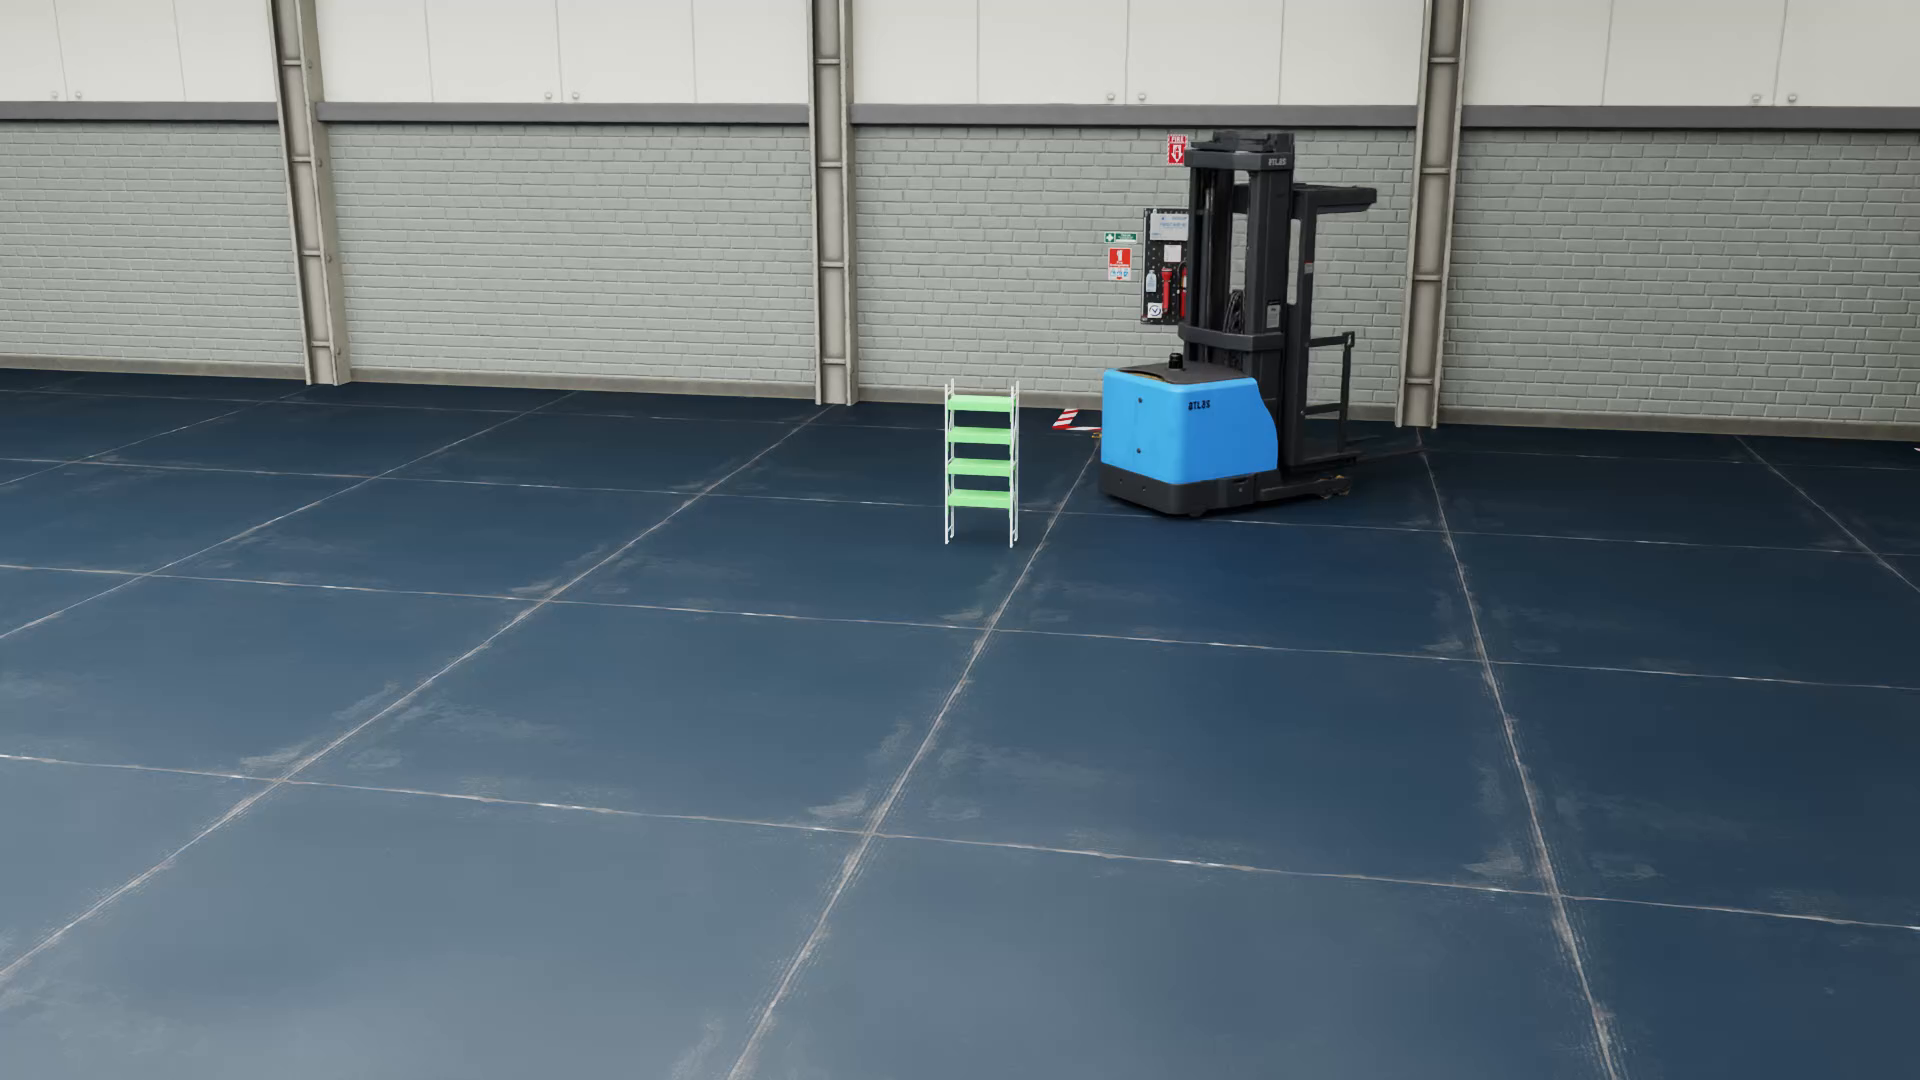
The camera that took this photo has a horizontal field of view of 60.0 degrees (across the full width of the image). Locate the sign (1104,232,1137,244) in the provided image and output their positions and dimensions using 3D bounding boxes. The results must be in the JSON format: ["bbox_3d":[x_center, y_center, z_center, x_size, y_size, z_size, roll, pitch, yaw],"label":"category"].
[{"bbox_3d":[1.633,-3.071,16.898,0.331,0.109,0.001,3,16,11],"label":"sign"}]

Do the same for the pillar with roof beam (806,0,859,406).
[{"bbox_3d":[-2.172,-4.687,12.555,0.400,9.000,9.100,3,16,11],"label":"pillar with roof beam"}]

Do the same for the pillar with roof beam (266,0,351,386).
[{"bbox_3d":[-8.051,-5.006,13.707,0.400,9.000,9.100,3,16,11],"label":"pillar with roof beam"}]

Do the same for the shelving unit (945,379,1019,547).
[{"bbox_3d":[0.162,-0.569,12.300,0.503,1.200,0.258,3,16,11],"label":"shelving unit"}]

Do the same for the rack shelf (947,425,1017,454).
[{"bbox_3d":[0.162,-0.739,12.253,0.480,0.148,0.258,3,16,11],"label":"rack shelf"}]

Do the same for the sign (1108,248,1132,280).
[{"bbox_3d":[1.631,-2.818,16.978,0.234,0.329,0.001,3,16,11],"label":"sign"}]

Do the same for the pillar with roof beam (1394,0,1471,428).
[{"bbox_3d":[3.708,-4.368,11.402,0.400,9.000,9.100,3,16,11],"label":"pillar with roof beam"}]

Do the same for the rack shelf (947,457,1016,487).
[{"bbox_3d":[0.162,-0.508,12.317,0.480,0.148,0.258,3,16,11],"label":"rack shelf"}]

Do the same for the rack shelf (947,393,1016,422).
[{"bbox_3d":[0.162,-0.970,12.189,0.480,0.148,0.258,3,16,11],"label":"rack shelf"}]

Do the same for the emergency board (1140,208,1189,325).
[{"bbox_3d":[2.152,-2.744,16.779,0.643,1.169,0.194,3,16,11],"label":"emergency board"}]

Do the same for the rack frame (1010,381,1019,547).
[{"bbox_3d":[0.401,-0.556,12.253,0.015,1.200,0.240,3,16,11],"label":"rack frame"}]

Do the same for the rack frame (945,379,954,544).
[{"bbox_3d":[-0.077,-0.582,12.347,0.015,1.200,0.240,3,16,11],"label":"rack frame"}]

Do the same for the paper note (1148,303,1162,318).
[{"bbox_3d":[1.992,-2.347,16.996,0.142,0.148,0.016,3,16,11],"label":"paper note"}]

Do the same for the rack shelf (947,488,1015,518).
[{"bbox_3d":[0.162,-0.277,12.381,0.480,0.148,0.258,3,16,11],"label":"rack shelf"}]

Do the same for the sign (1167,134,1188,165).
[{"bbox_3d":[2.164,-3.888,16.566,0.199,0.298,0.001,3,16,11],"label":"sign"}]

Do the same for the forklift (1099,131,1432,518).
[{"bbox_3d":[2.667,-1.863,13.726,3.031,2.935,1.130,-9,18,-31],"label":"forklift"}]
